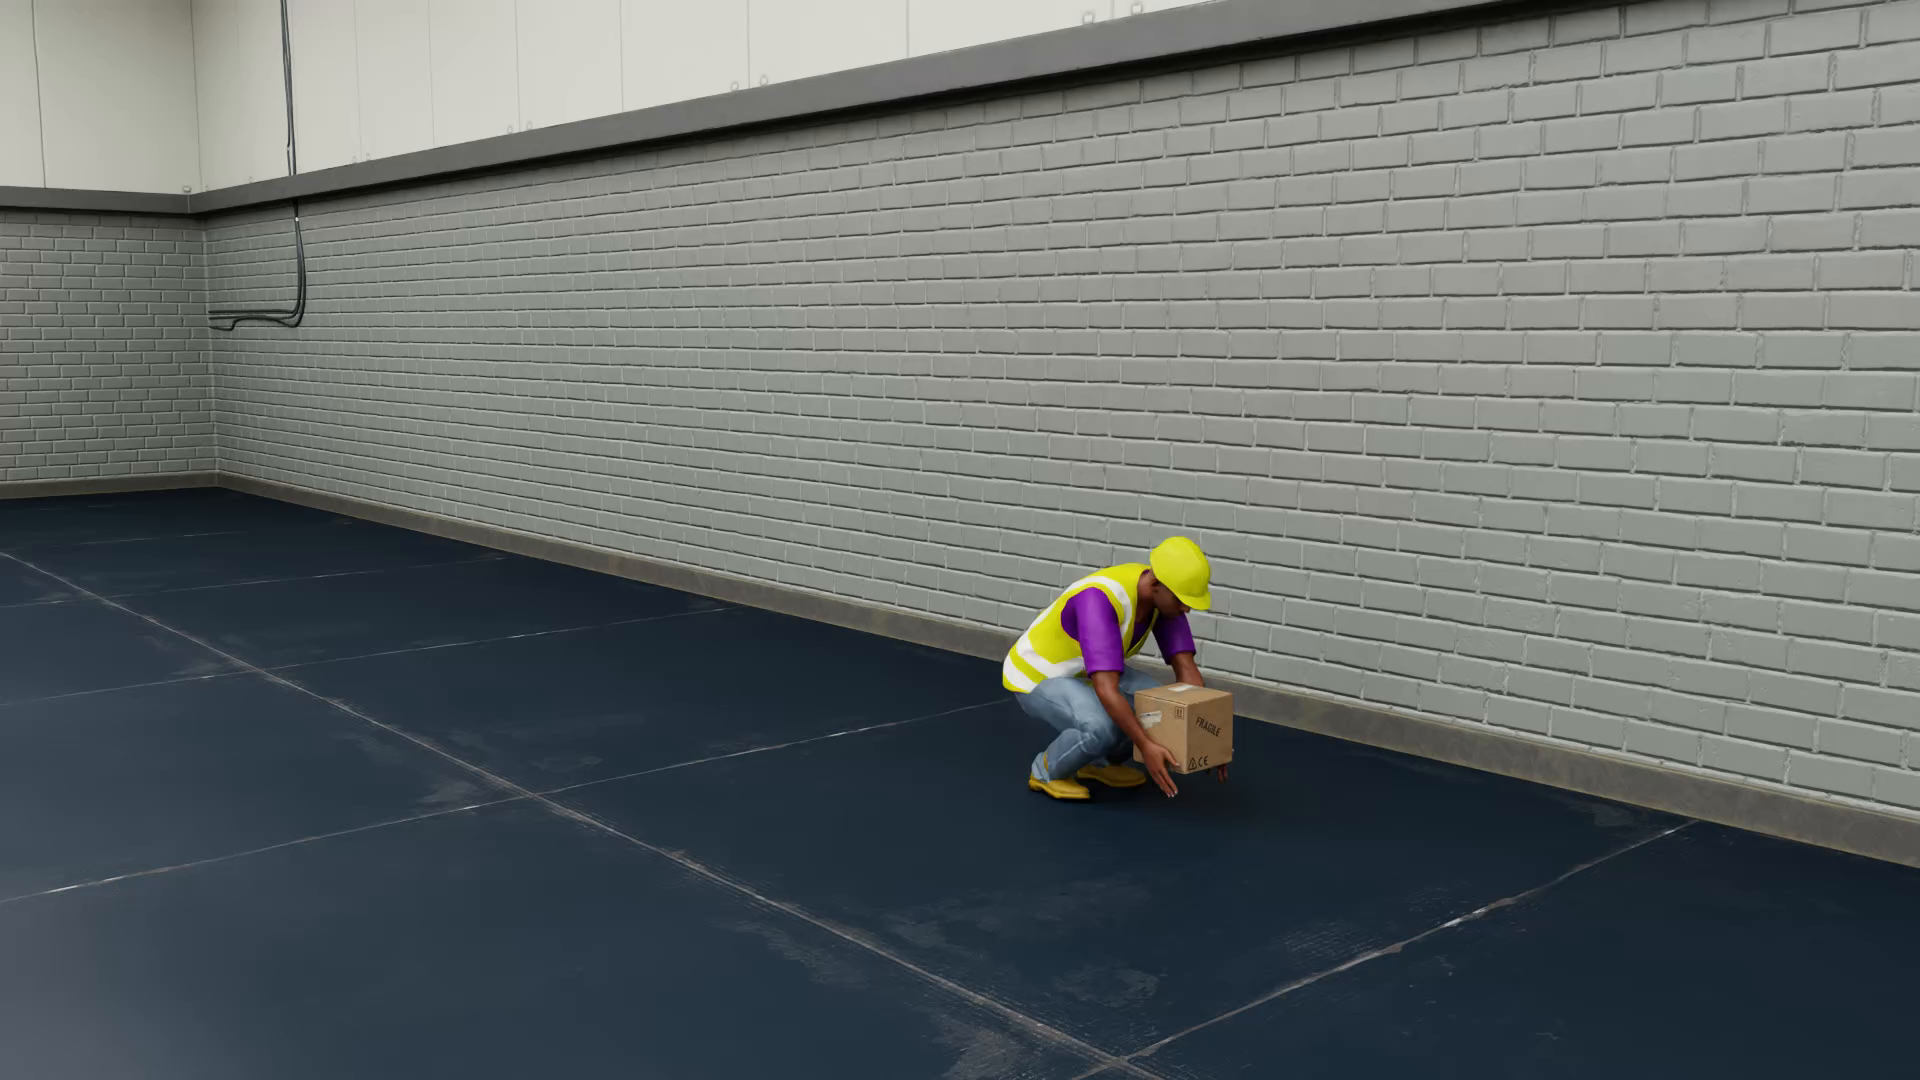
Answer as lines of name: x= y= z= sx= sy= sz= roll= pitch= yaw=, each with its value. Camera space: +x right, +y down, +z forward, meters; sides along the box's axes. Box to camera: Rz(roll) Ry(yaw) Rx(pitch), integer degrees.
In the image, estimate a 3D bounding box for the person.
person: x=0.587 y=0.463 z=6.133 sx=0.572 sy=1.000 sz=0.897 roll=-7 pitch=10 yaw=-42
